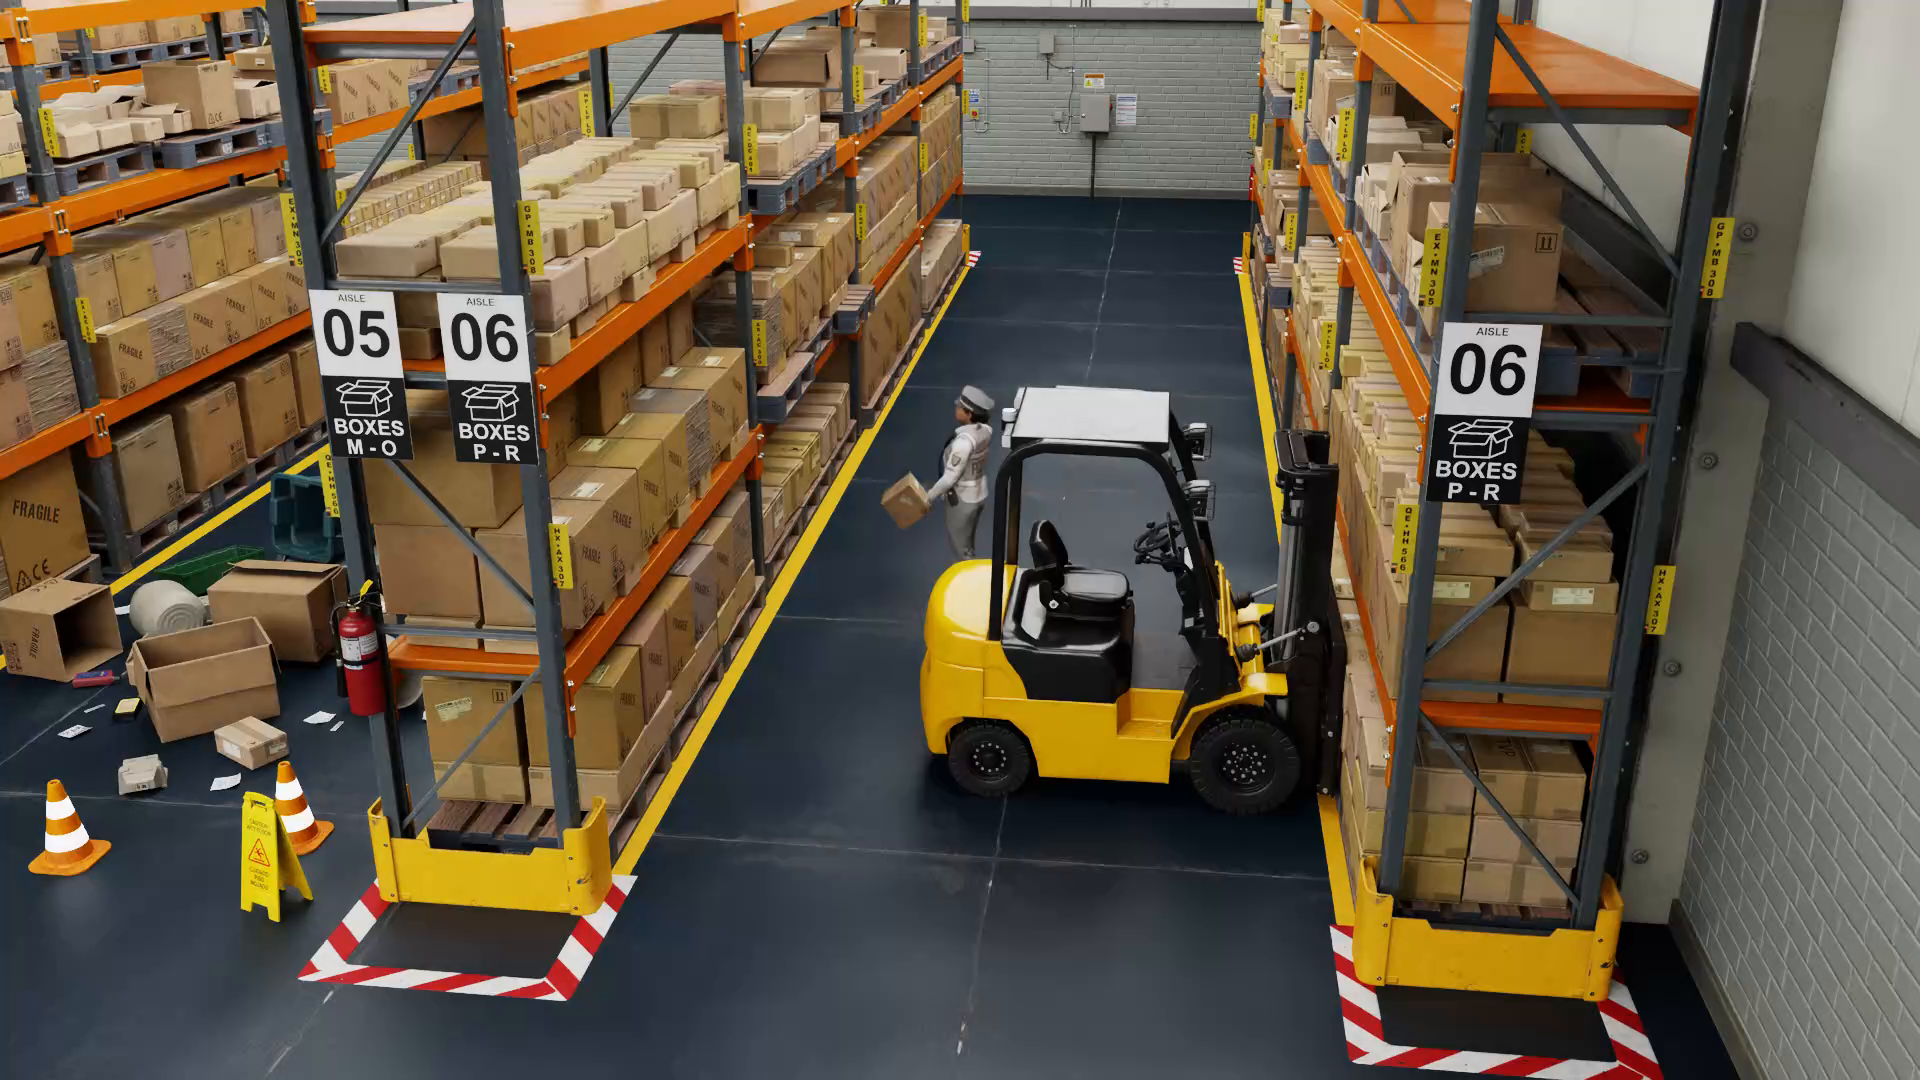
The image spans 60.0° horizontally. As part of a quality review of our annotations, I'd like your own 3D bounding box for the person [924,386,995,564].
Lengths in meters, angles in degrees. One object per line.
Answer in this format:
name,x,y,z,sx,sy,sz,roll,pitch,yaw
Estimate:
person,-0.011,-0.277,11.733,0.521,1.698,0.495,9,23,21
